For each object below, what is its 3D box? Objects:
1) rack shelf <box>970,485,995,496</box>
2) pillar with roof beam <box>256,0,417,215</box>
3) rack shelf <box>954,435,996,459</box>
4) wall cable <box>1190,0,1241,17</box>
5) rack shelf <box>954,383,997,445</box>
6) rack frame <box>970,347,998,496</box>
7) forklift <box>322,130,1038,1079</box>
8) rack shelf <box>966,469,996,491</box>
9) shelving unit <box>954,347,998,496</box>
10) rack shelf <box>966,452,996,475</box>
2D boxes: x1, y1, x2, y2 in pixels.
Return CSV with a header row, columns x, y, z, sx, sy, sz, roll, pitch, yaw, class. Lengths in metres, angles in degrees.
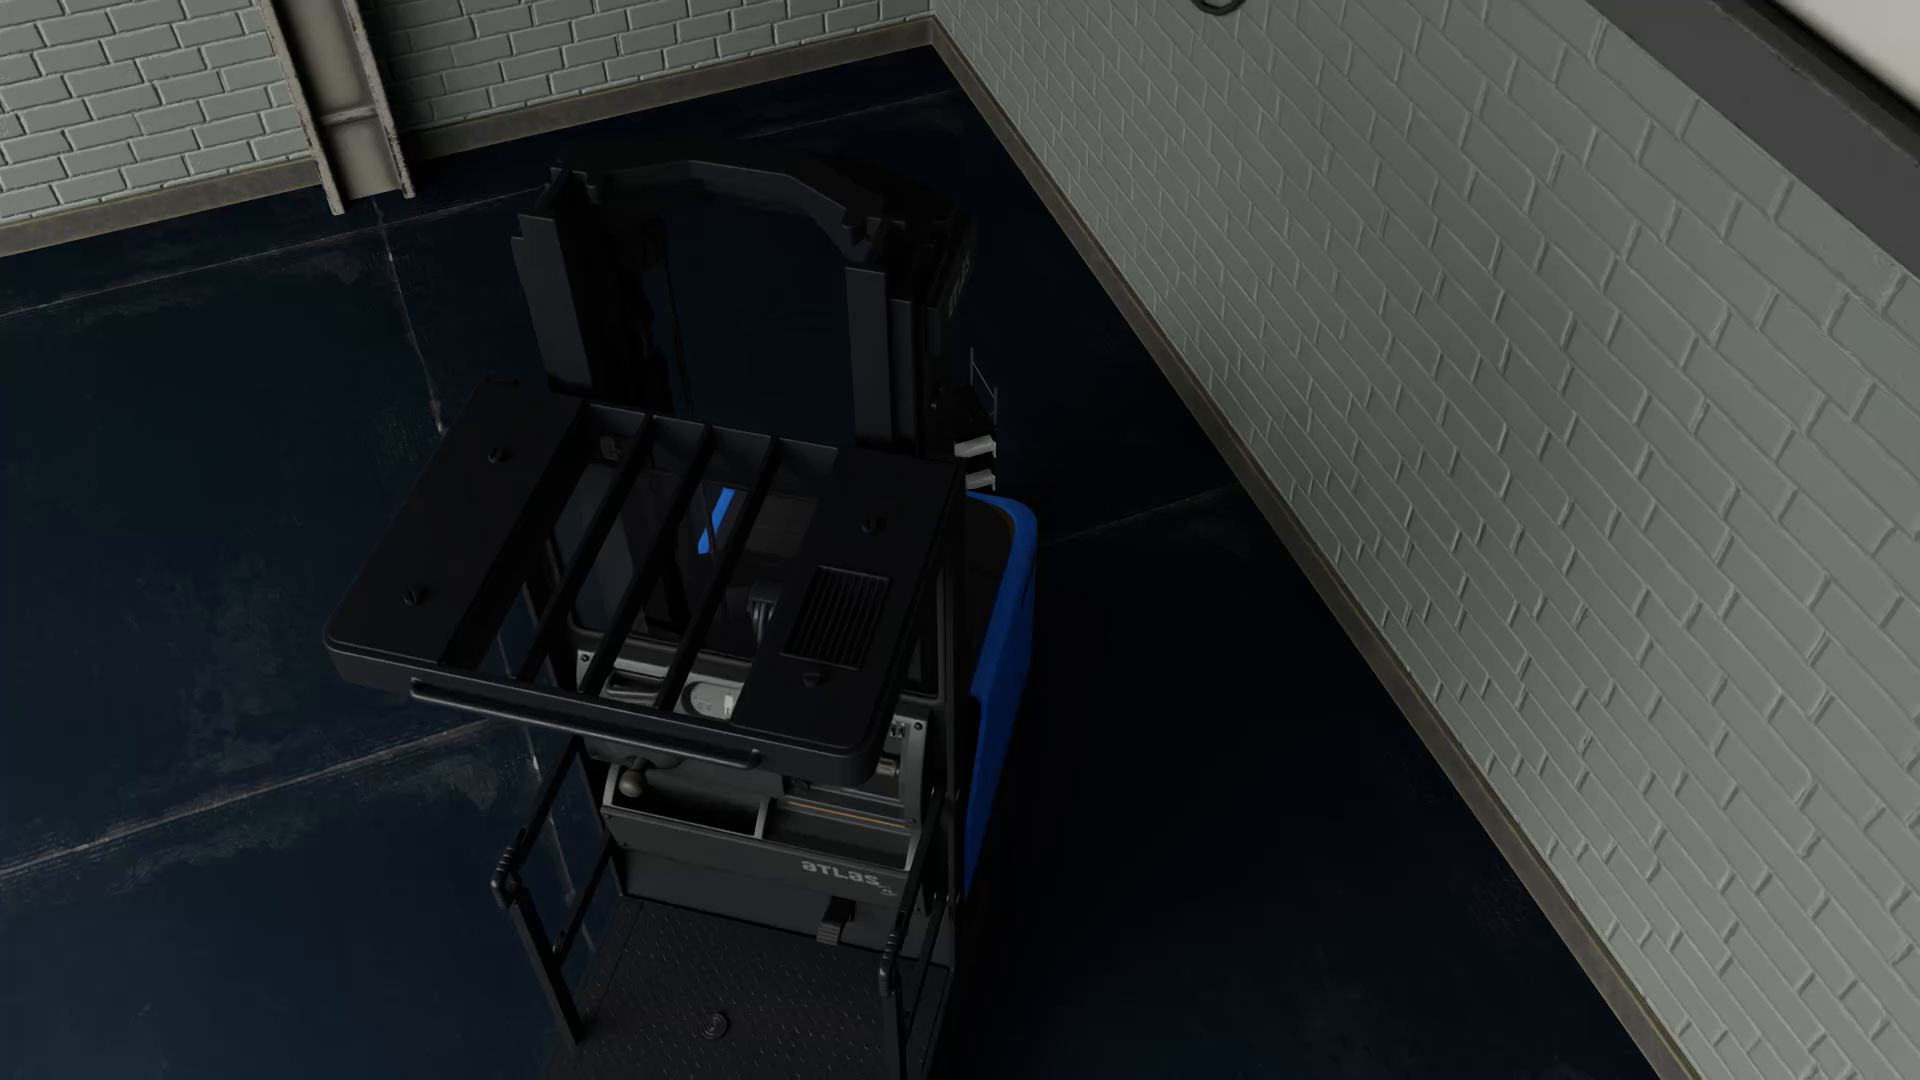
x,y,z,sx,sy,sz,roll,pitch,yaw,class
-0.008,-0.210,6.341,0.200,0.077,0.258,-17,52,-14,rack shelf
-1.230,-1.618,2.049,0.400,9.000,9.100,-17,52,-14,pillar with roof beam
-0.008,-0.386,6.136,0.200,0.077,0.258,-17,52,-14,rack shelf
0.369,-3.546,5.751,0.112,2.526,3.097,-17,52,-14,wall cable
-0.008,-0.445,6.068,0.200,0.077,0.258,-17,52,-14,rack shelf
0.087,-0.320,6.272,0.006,0.900,0.240,-17,52,-14,rack frame
-0.586,0.626,4.122,1.130,2.935,3.031,11,50,9,forklift
-0.008,-0.269,6.273,0.200,0.077,0.258,-17,52,-14,rack shelf
-0.008,-0.291,6.247,0.210,0.900,0.258,-17,52,-14,shelving unit
-0.008,-0.328,6.204,0.200,0.077,0.258,-17,52,-14,rack shelf
